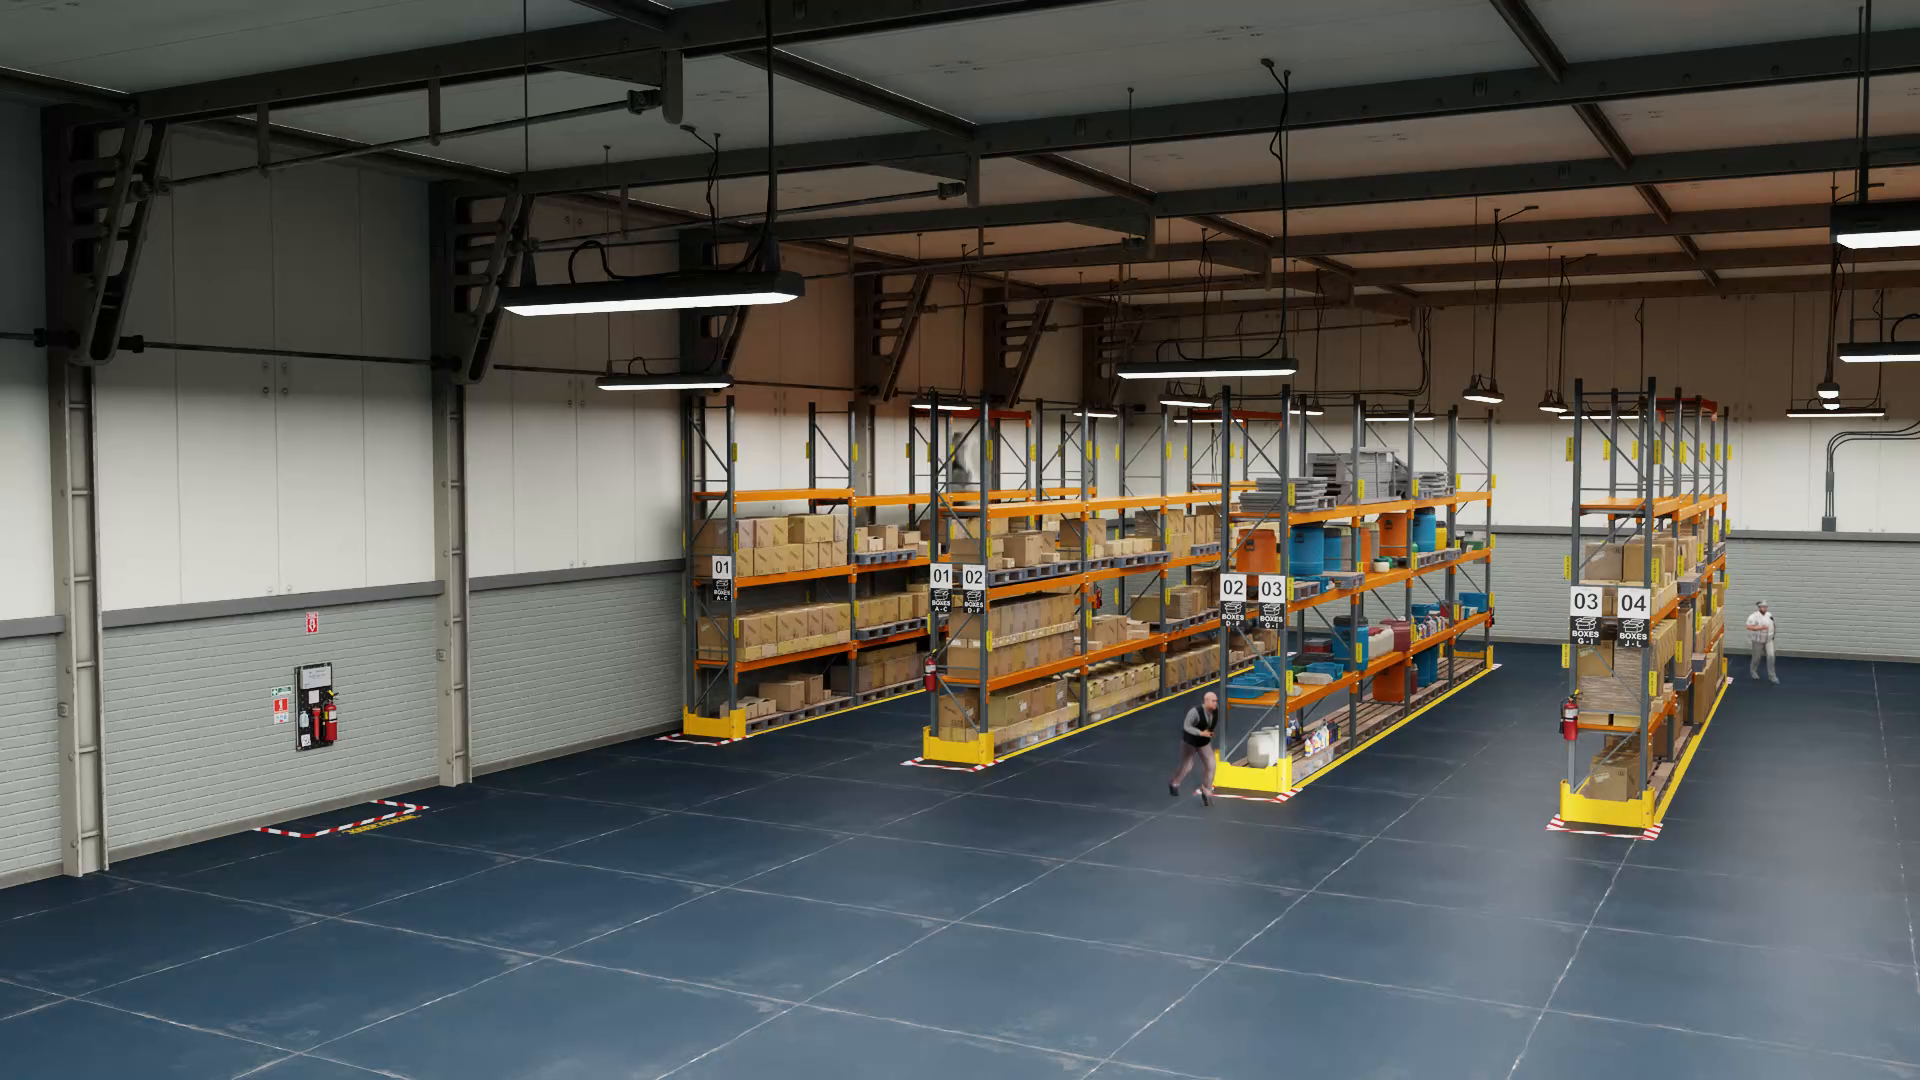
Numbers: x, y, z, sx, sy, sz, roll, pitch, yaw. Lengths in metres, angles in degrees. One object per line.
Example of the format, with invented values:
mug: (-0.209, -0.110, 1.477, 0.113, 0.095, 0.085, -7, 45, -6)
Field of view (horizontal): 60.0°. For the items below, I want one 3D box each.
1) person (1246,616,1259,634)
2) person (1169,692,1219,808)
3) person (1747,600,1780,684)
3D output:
person: (7.483, 2.022, 42.259, 0.862, 1.593, 0.556, 3, 4, 41)
person: (3.352, 2.964, 23.756, 0.701, 1.680, 0.990, -2, 4, -33)
person: (17.442, 2.182, 36.204, 0.657, 1.775, 0.950, 0, 3, 2)
